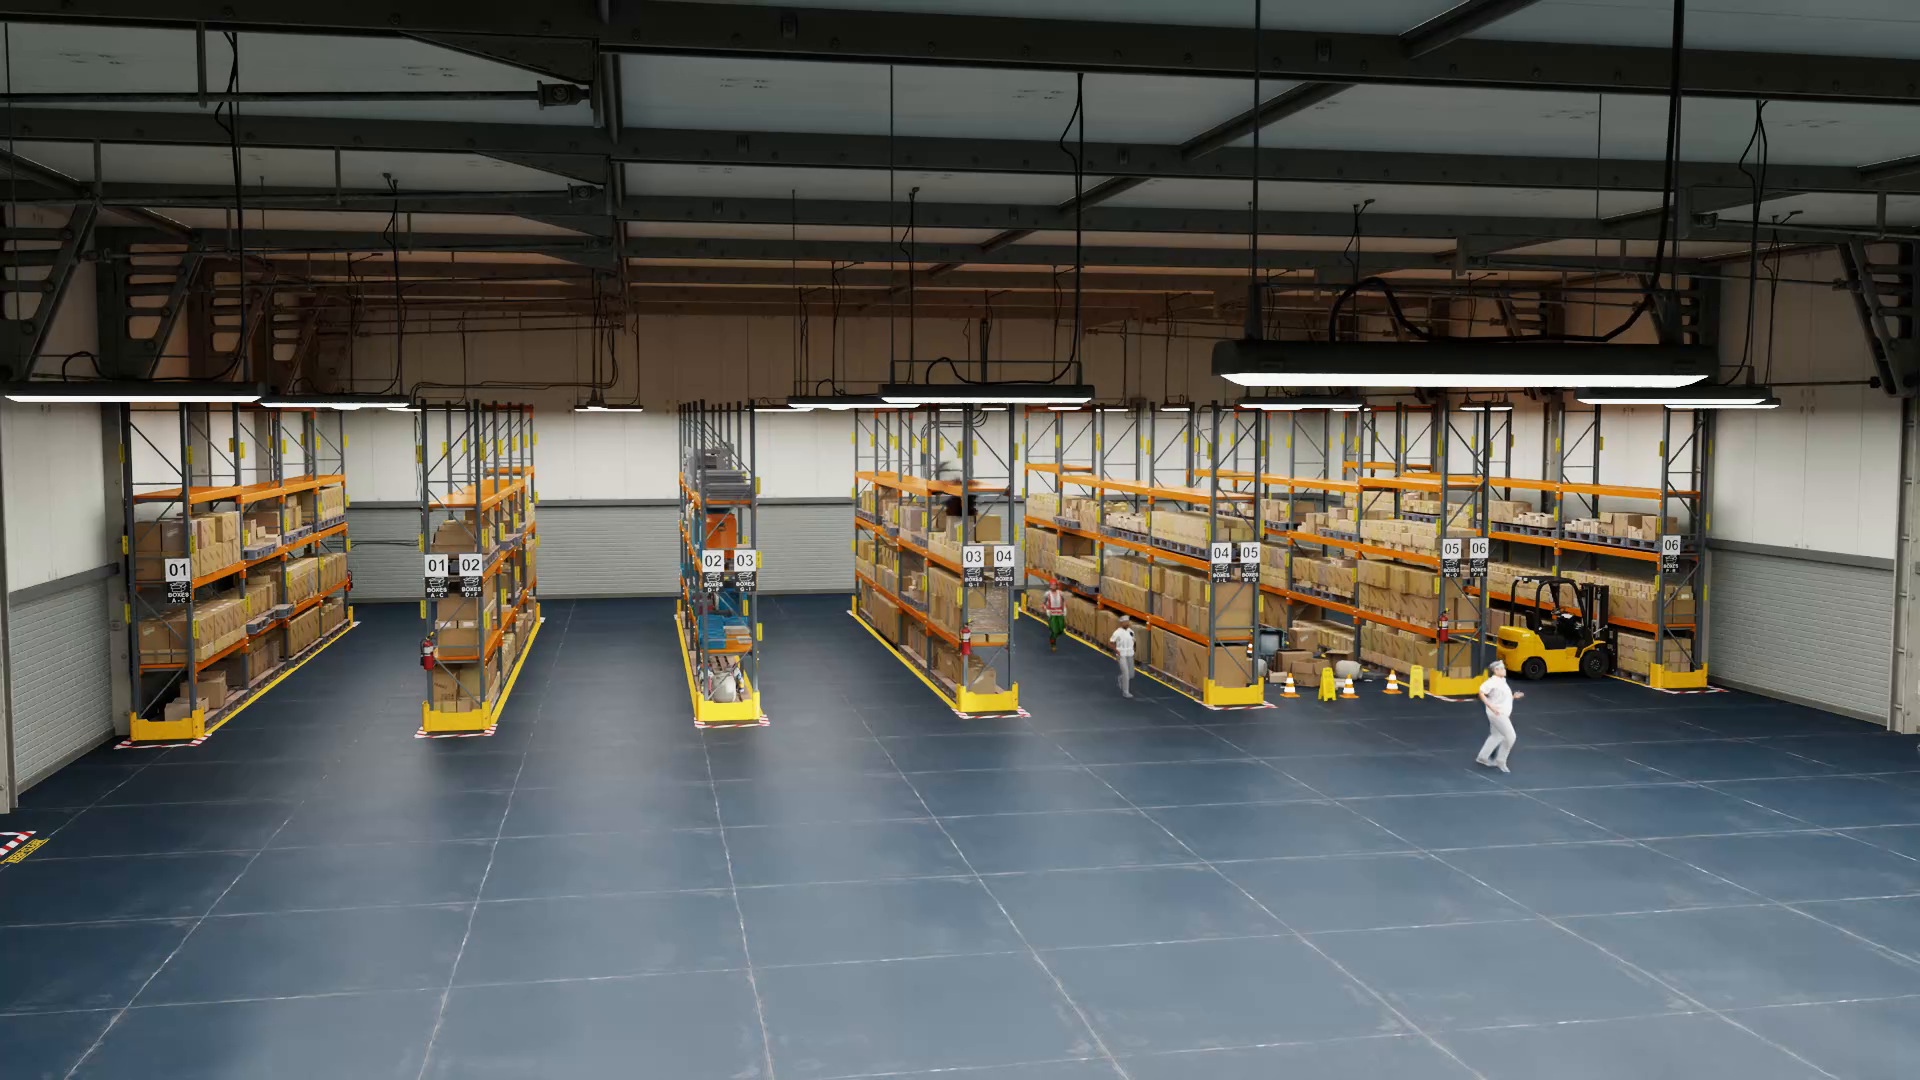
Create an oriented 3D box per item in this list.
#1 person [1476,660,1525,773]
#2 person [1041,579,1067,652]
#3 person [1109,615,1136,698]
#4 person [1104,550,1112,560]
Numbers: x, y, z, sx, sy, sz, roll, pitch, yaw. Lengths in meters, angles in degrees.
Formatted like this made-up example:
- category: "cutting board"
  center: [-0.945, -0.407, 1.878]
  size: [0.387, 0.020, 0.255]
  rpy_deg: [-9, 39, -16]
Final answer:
- category: "person"
  center: [8.679, 2.835, 26.710]
  size: [0.714, 1.844, 0.637]
  rpy_deg: [2, 5, 26]
- category: "person"
  center: [2.289, 1.823, 40.205]
  size: [0.661, 1.745, 0.548]
  rpy_deg: [-1, 4, -11]
- category: "person"
  center: [3.327, 2.344, 33.791]
  size: [0.580, 1.654, 0.681]
  rpy_deg: [-2, 5, -24]
- category: "person"
  center: [4.326, 1.199, 48.272]
  size: [0.672, 1.814, 0.830]
  rpy_deg: [-1, 4, -16]
